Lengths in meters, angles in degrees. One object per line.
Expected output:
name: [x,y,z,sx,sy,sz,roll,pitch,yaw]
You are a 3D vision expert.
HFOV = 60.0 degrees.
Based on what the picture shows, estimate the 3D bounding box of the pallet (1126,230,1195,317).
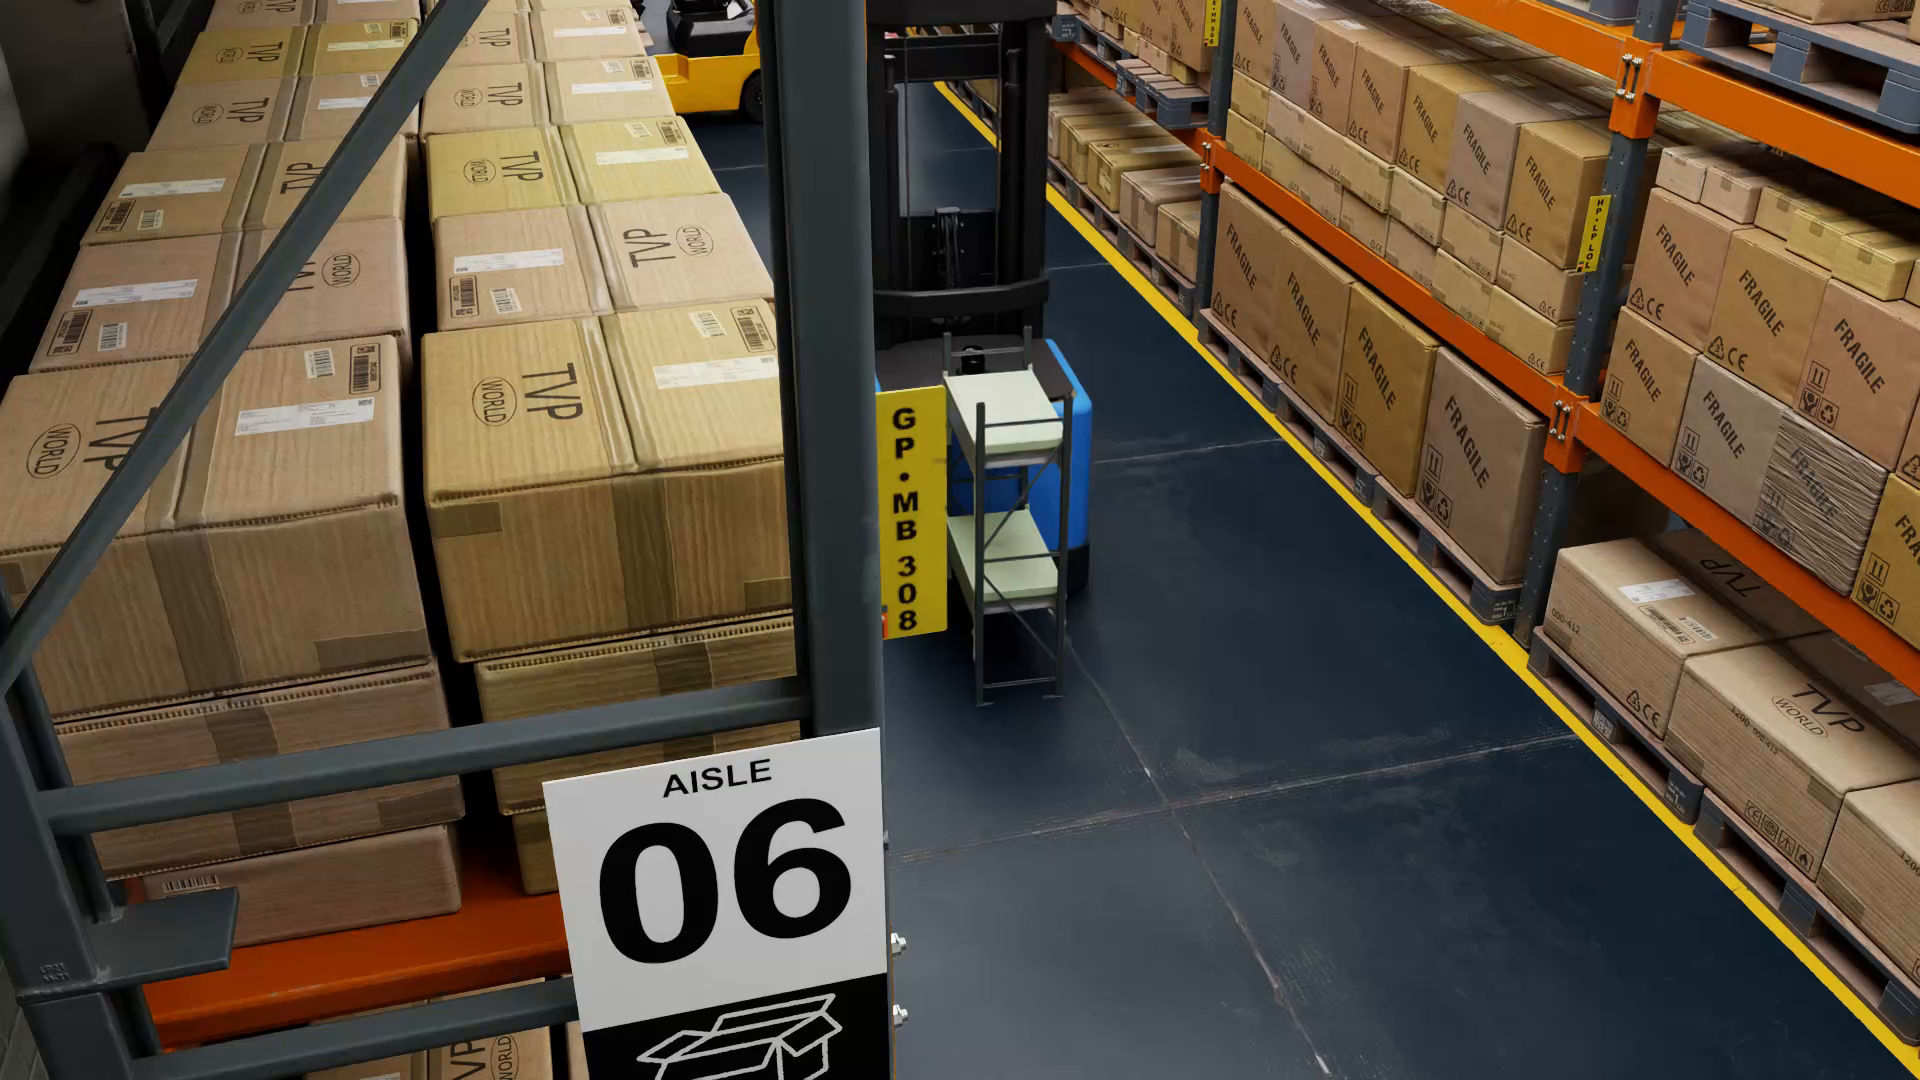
pallet: [1.868,-1.973,11.948,1.003,0.211,1.213,-8,31,-13]

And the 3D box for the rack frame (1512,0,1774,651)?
rack frame: [3.135,-0.870,7.259,1.000,3.000,0.127,-8,31,-13]

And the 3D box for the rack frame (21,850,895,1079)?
rack frame: [-0.587,1.723,2.778,1.000,3.000,0.127,-8,31,-13]

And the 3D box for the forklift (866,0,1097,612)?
forklift: [8.877,-1.989,9.056,19.036,3.140,5.418,-6,31,-10]

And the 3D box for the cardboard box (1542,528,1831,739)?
cardboard box: [3.199,0.374,7.248,0.875,0.438,0.875,-8,31,-14]

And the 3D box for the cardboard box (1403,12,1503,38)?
cardboard box: [2.733,-2.576,9.108,0.500,0.500,0.500,-8,31,-13]

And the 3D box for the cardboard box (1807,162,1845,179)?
cardboard box: [3.489,-1.379,6.393,0.380,0.149,0.250,-7,31,-12]

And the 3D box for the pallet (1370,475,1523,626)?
pallet: [2.858,-0.026,8.585,1.003,0.211,1.213,-8,31,-13]

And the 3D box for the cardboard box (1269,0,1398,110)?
cardboard box: [2.110,-2.769,9.442,0.500,0.500,0.500,-8,31,-13]

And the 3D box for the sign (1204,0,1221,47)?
sign: [1.553,-3.192,10.194,0.100,0.325,0.005,-8,31,-13]

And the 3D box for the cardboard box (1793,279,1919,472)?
cardboard box: [3.282,-0.591,5.678,0.500,0.500,0.500,-7,31,-12]

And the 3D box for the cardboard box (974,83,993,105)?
cardboard box: [0.445,-4.232,15.392,0.500,0.250,0.500,-9,31,-15]

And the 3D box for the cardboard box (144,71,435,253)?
cardboard box: [-1.366,-0.777,3.457,0.500,0.250,0.500,-8,31,-13]

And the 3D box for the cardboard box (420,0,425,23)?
cardboard box: [-1.792,-1.510,4.724,0.500,0.250,0.500,-8,31,-14]

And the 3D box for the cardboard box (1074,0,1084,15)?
cardboard box: [1.089,-4.120,12.705,0.380,0.149,0.250,-7,31,-13]

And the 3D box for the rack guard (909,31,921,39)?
rack guard: [-0.029,-5.548,17.835,1.175,0.500,0.348,-8,31,-13]

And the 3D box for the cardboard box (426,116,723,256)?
cardboard box: [-0.726,-0.592,3.137,0.500,0.250,0.500,-8,31,-14]

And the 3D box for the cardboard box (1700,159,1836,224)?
cardboard box: [3.053,-1.319,6.288,0.380,0.149,0.250,-7,31,-13]

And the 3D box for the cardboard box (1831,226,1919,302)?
cardboard box: [3.211,-0.940,5.635,0.380,0.149,0.250,-9,31,-15]

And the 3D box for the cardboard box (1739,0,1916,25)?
cardboard box: [3.089,-2.125,5.814,0.500,0.500,0.500,-7,31,-12]

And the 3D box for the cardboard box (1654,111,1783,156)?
cardboard box: [3.296,-1.597,7.417,0.500,0.500,0.500,-7,31,-13]

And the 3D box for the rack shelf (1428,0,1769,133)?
rack shelf: [2.605,-2.823,8.357,1.077,0.370,4.000,-8,31,-13]

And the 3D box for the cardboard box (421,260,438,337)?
cardboard box: [-1.244,-0.307,3.144,0.500,0.250,0.500,-9,31,-14]

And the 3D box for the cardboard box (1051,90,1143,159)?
cardboard box: [1.154,-3.526,14.051,0.950,0.372,0.625,-7,31,-13]

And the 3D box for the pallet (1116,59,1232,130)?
pallet: [1.782,-3.049,11.215,1.213,0.211,1.003,-8,31,-13]

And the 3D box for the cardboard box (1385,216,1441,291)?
cardboard box: [2.524,-1.481,8.464,0.500,0.250,0.500,-9,31,-15]

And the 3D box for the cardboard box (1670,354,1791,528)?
cardboard box: [3.137,-0.409,6.362,0.500,0.500,0.500,-8,31,-13]

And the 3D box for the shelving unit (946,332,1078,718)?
shelving unit: [0.207,-0.064,7.363,0.431,1.500,0.755,-6,31,-10]

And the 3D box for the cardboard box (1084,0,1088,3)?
cardboard box: [1.112,-4.341,12.440,0.500,0.500,0.500,-8,31,-14]

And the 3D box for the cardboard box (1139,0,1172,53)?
cardboard box: [1.537,-3.587,11.137,0.500,0.500,0.500,-8,31,-14]

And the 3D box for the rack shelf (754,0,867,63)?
rack shelf: [-1.118,-1.526,3.125,1.077,0.370,4.000,-8,31,-13]

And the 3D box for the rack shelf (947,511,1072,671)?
rack shelf: [0.207,0.218,7.527,0.431,0.370,0.720,-6,31,-10]

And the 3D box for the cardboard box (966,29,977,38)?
cardboard box: [0.323,-4.792,15.612,0.500,0.500,0.500,-6,31,-11]

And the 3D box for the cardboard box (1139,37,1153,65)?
cardboard box: [1.450,-3.361,11.393,0.380,0.149,0.250,-9,31,-16]

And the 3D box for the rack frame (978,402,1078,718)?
rack frame: [0.278,0.116,7.053,0.400,1.500,0.023,-6,31,-10]

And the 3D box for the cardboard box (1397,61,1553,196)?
cardboard box: [2.515,-2.025,8.157,0.500,0.500,0.500,-7,31,-12]

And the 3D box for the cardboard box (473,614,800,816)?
cardboard box: [-0.442,0.111,2.423,0.500,0.250,0.500,-8,31,-14]

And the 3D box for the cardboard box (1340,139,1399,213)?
cardboard box: [2.349,-1.937,8.753,0.500,0.250,0.500,-7,31,-12]

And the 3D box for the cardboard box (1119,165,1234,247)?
cardboard box: [1.730,-2.476,12.238,0.950,0.372,0.625,-8,31,-14]

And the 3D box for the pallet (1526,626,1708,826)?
pallet: [3.262,0.714,7.306,1.003,0.211,1.213,-8,31,-13]

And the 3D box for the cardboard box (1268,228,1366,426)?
cardboard box: [2.410,-1.289,9.684,0.875,0.875,0.875,-7,31,-13]

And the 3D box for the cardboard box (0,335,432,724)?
cardboard box: [-0.975,-0.033,2.172,0.500,0.250,0.500,-9,31,-15]

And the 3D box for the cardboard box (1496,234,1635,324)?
cardboard box: [2.784,-1.202,7.484,0.500,0.250,0.500,-8,31,-13]
